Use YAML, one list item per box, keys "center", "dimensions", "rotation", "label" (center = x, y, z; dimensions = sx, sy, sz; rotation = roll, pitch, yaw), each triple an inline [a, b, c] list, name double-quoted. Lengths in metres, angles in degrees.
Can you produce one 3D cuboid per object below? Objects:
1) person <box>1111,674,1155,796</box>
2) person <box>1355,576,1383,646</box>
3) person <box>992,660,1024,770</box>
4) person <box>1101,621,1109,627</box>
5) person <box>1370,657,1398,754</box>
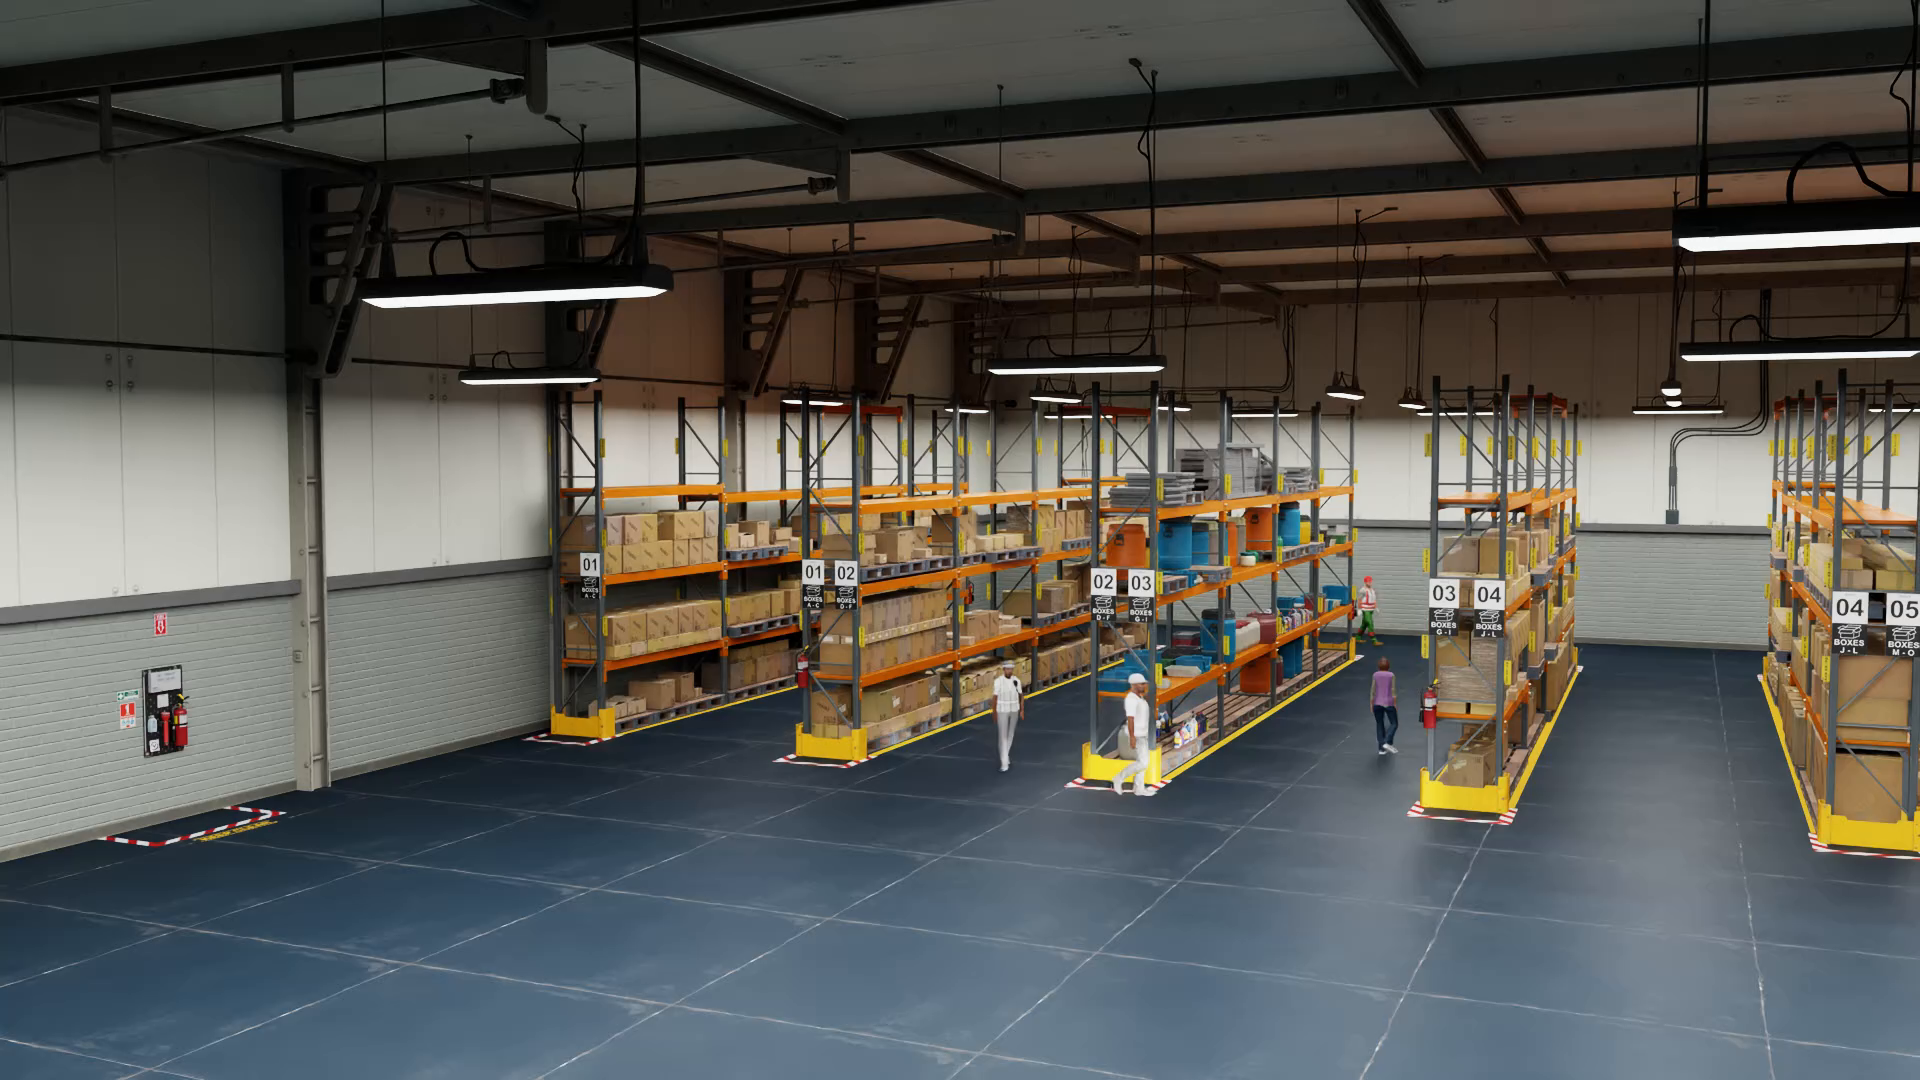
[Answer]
- center: [2.496, 2.791, 23.832]
  dimensions: [0.607, 1.758, 0.588]
  rotation: [1, 3, 16]
  label: "person"
- center: [10.412, 1.792, 42.200]
  dimensions: [0.560, 1.754, 0.948]
  rotation: [-3, 4, -39]
  label: "person"
- center: [0.764, 2.721, 26.057]
  dimensions: [0.515, 1.651, 0.778]
  rotation: [-1, 3, -21]
  label: "person"
- center: [3.991, 1.624, 45.098]
  dimensions: [0.568, 1.751, 0.735]
  rotation: [-2, 4, -26]
  label: "person"
- center: [6.913, 2.712, 27.098]
  dimensions: [0.462, 1.596, 0.454]
  rotation: [1, 3, 22]
  label: "person"
